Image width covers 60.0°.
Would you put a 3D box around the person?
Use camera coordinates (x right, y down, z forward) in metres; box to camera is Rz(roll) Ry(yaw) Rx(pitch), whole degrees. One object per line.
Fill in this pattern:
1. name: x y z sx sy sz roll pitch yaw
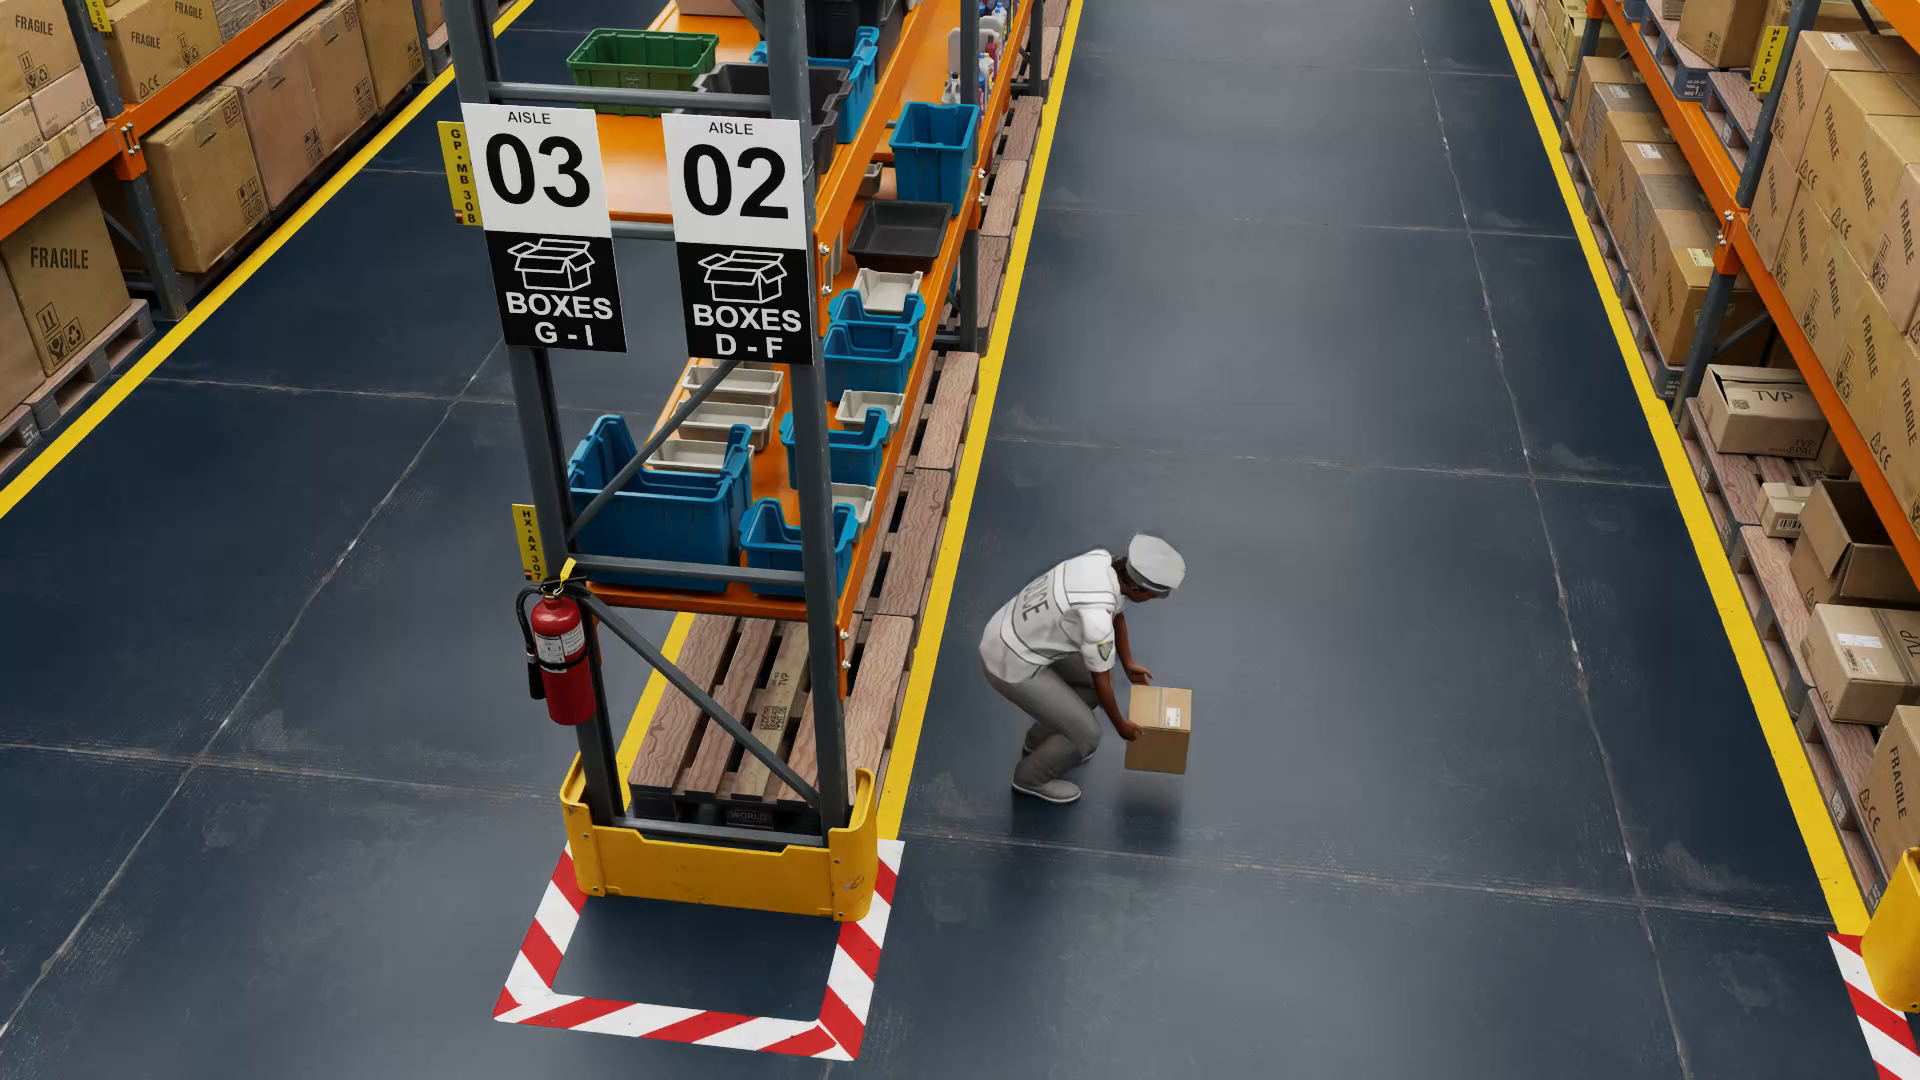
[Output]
1. person: 0.483 0.491 6.758 0.788 1.222 0.502 8 37 11
